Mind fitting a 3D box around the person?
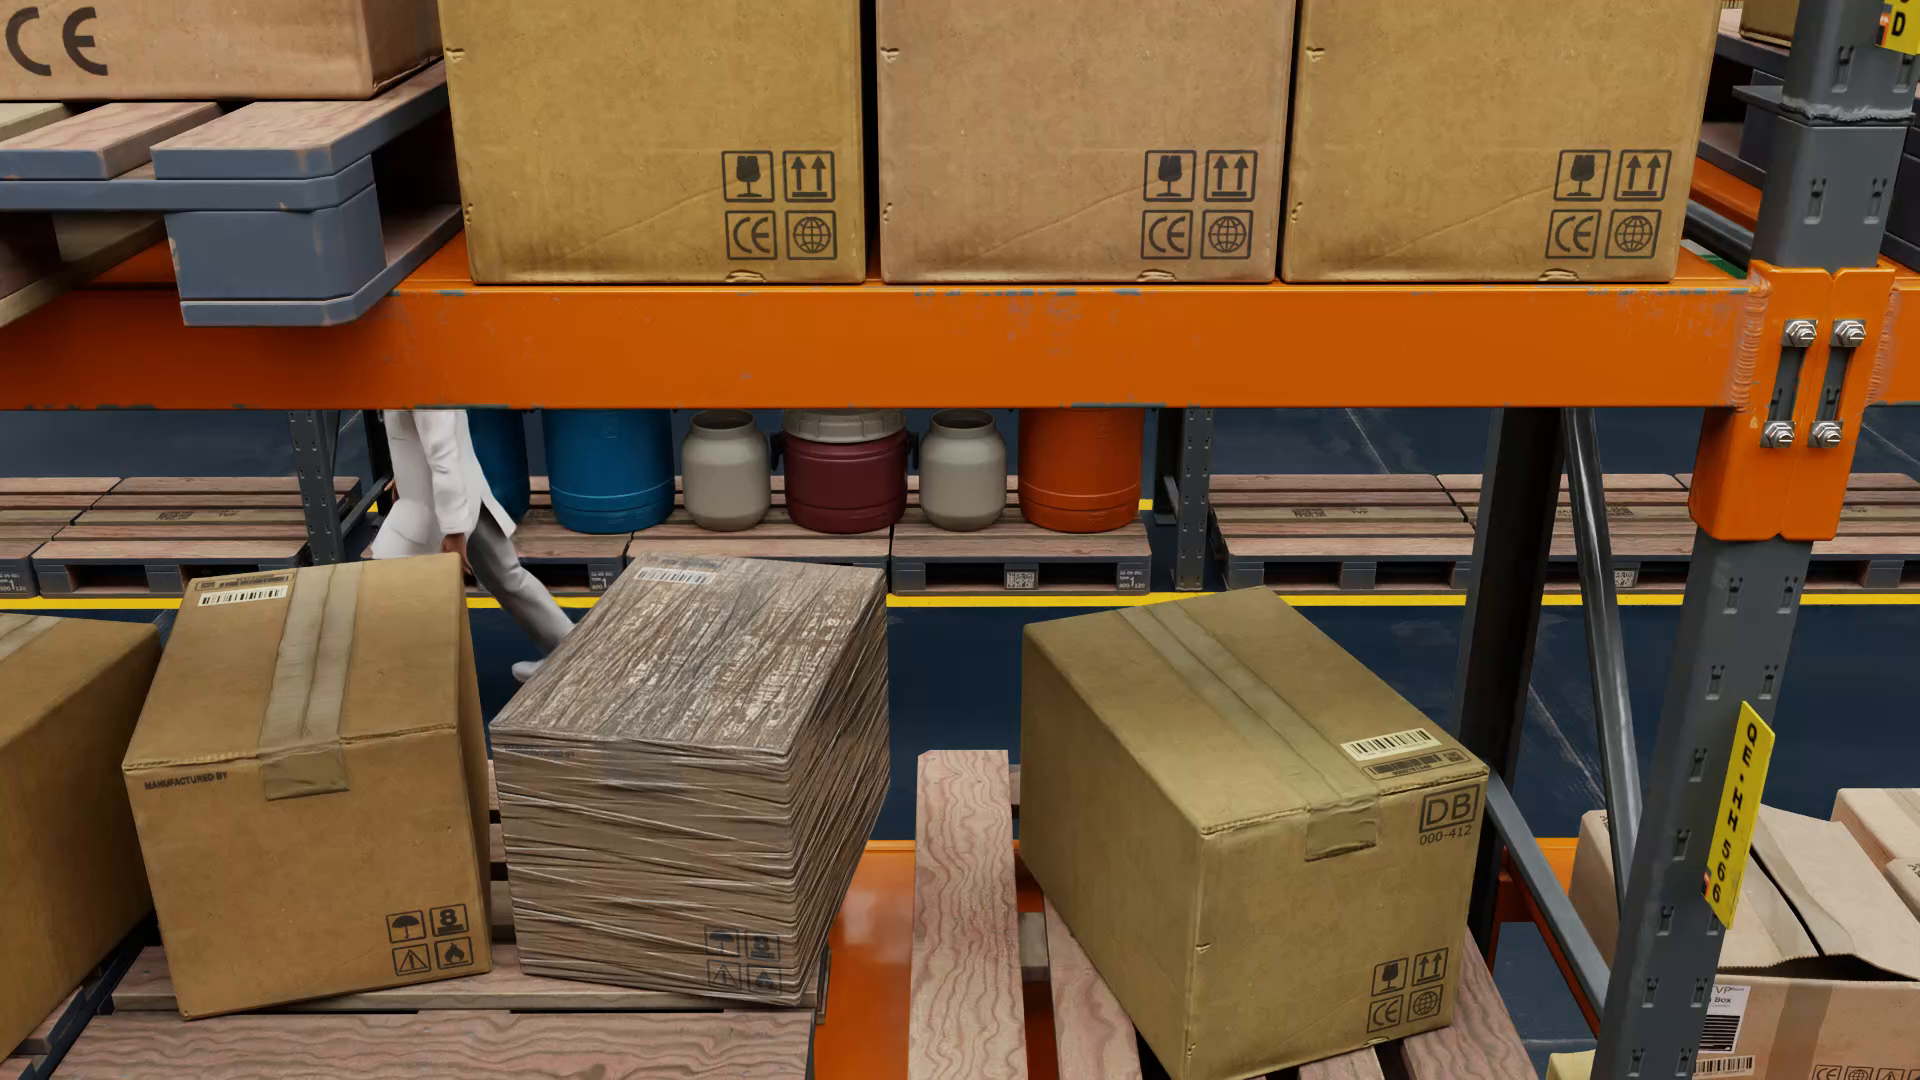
[{"bbox_3d":[-2.053,-0.148,6.474,1.164,1.723,0.643,0,24,-1],"label":"person"}]
